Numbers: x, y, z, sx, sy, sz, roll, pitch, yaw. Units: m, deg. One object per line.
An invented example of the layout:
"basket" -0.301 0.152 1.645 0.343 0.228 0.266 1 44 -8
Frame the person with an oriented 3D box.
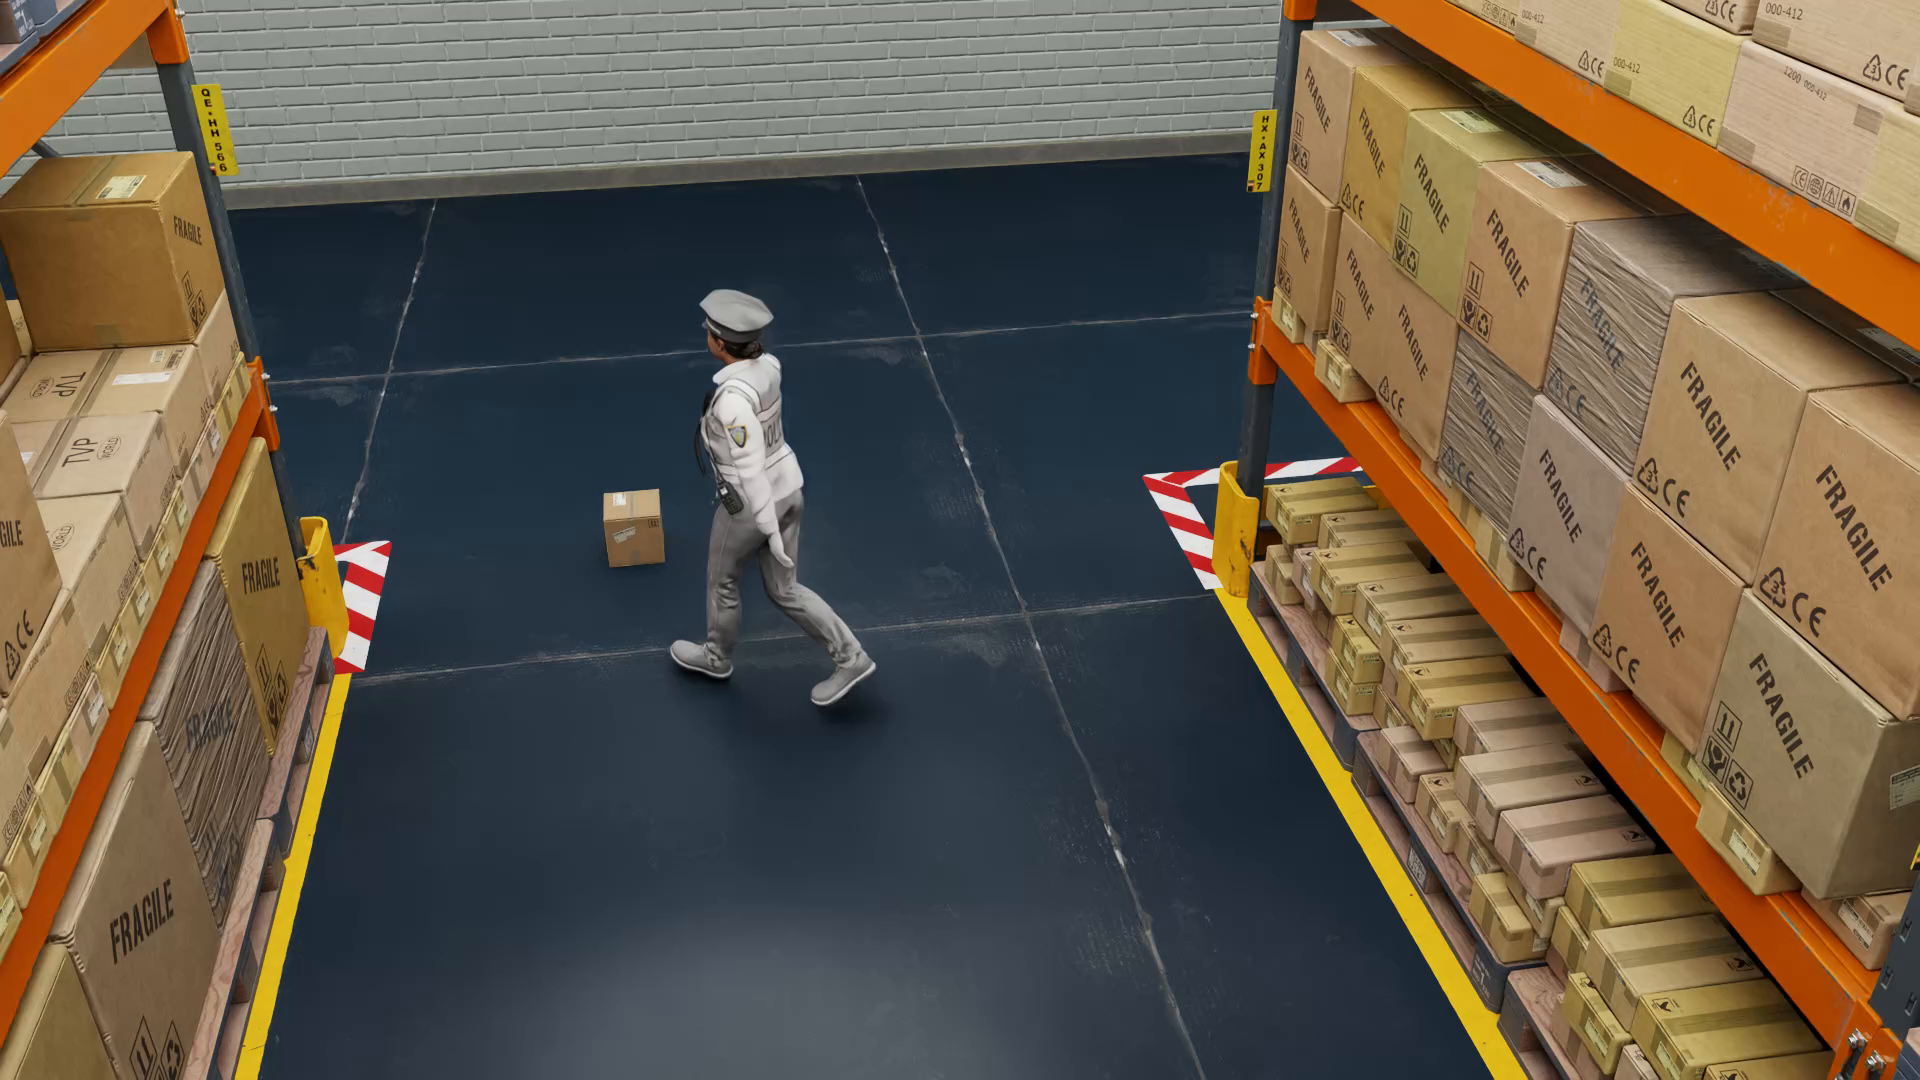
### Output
"person" -0.740 -0.156 6.391 0.913 1.633 0.523 10 32 17
